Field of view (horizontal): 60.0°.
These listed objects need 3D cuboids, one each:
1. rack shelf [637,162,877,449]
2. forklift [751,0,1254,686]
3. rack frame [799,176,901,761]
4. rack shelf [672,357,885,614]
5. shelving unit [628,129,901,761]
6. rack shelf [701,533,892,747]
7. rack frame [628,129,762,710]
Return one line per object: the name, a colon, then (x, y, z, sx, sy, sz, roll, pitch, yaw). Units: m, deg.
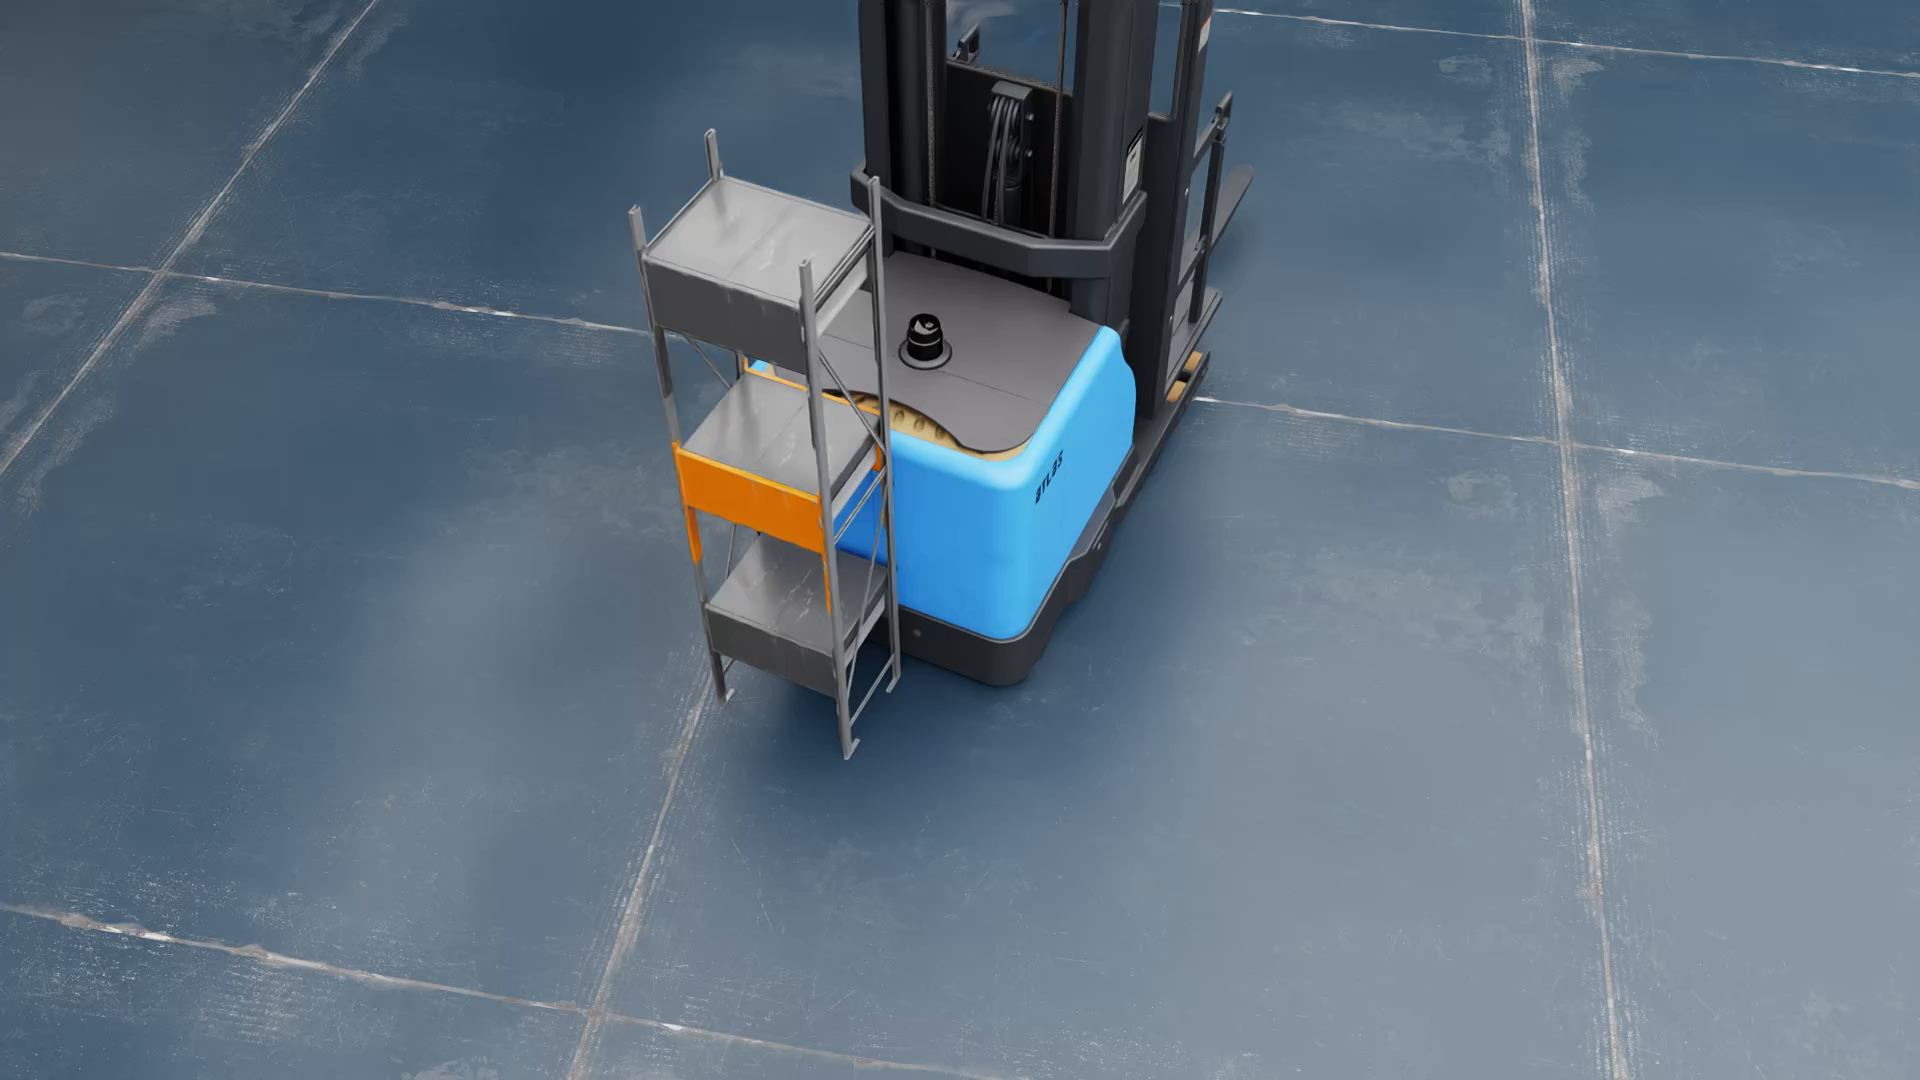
rack shelf: (-0.519, -0.632, 4.484, 0.480, 0.518, 0.431, 19, 51, 17)
forklift: (0.366, -1.589, 5.707, 1.130, 2.935, 3.031, 19, 51, 17)
rack frame: (-0.299, -0.096, 4.925, 0.015, 2.100, 0.400, 19, 51, 17)
rack shelf: (-0.519, -0.165, 5.005, 0.480, 0.518, 0.431, 19, 51, 17)
shelving unit: (-0.519, -0.174, 4.994, 0.503, 2.100, 0.431, 19, 51, 17)
rack shelf: (-0.519, 0.303, 5.525, 0.480, 0.518, 0.431, 19, 51, 17)
rack frame: (-0.740, -0.251, 5.064, 0.015, 2.100, 0.400, 19, 51, 17)
